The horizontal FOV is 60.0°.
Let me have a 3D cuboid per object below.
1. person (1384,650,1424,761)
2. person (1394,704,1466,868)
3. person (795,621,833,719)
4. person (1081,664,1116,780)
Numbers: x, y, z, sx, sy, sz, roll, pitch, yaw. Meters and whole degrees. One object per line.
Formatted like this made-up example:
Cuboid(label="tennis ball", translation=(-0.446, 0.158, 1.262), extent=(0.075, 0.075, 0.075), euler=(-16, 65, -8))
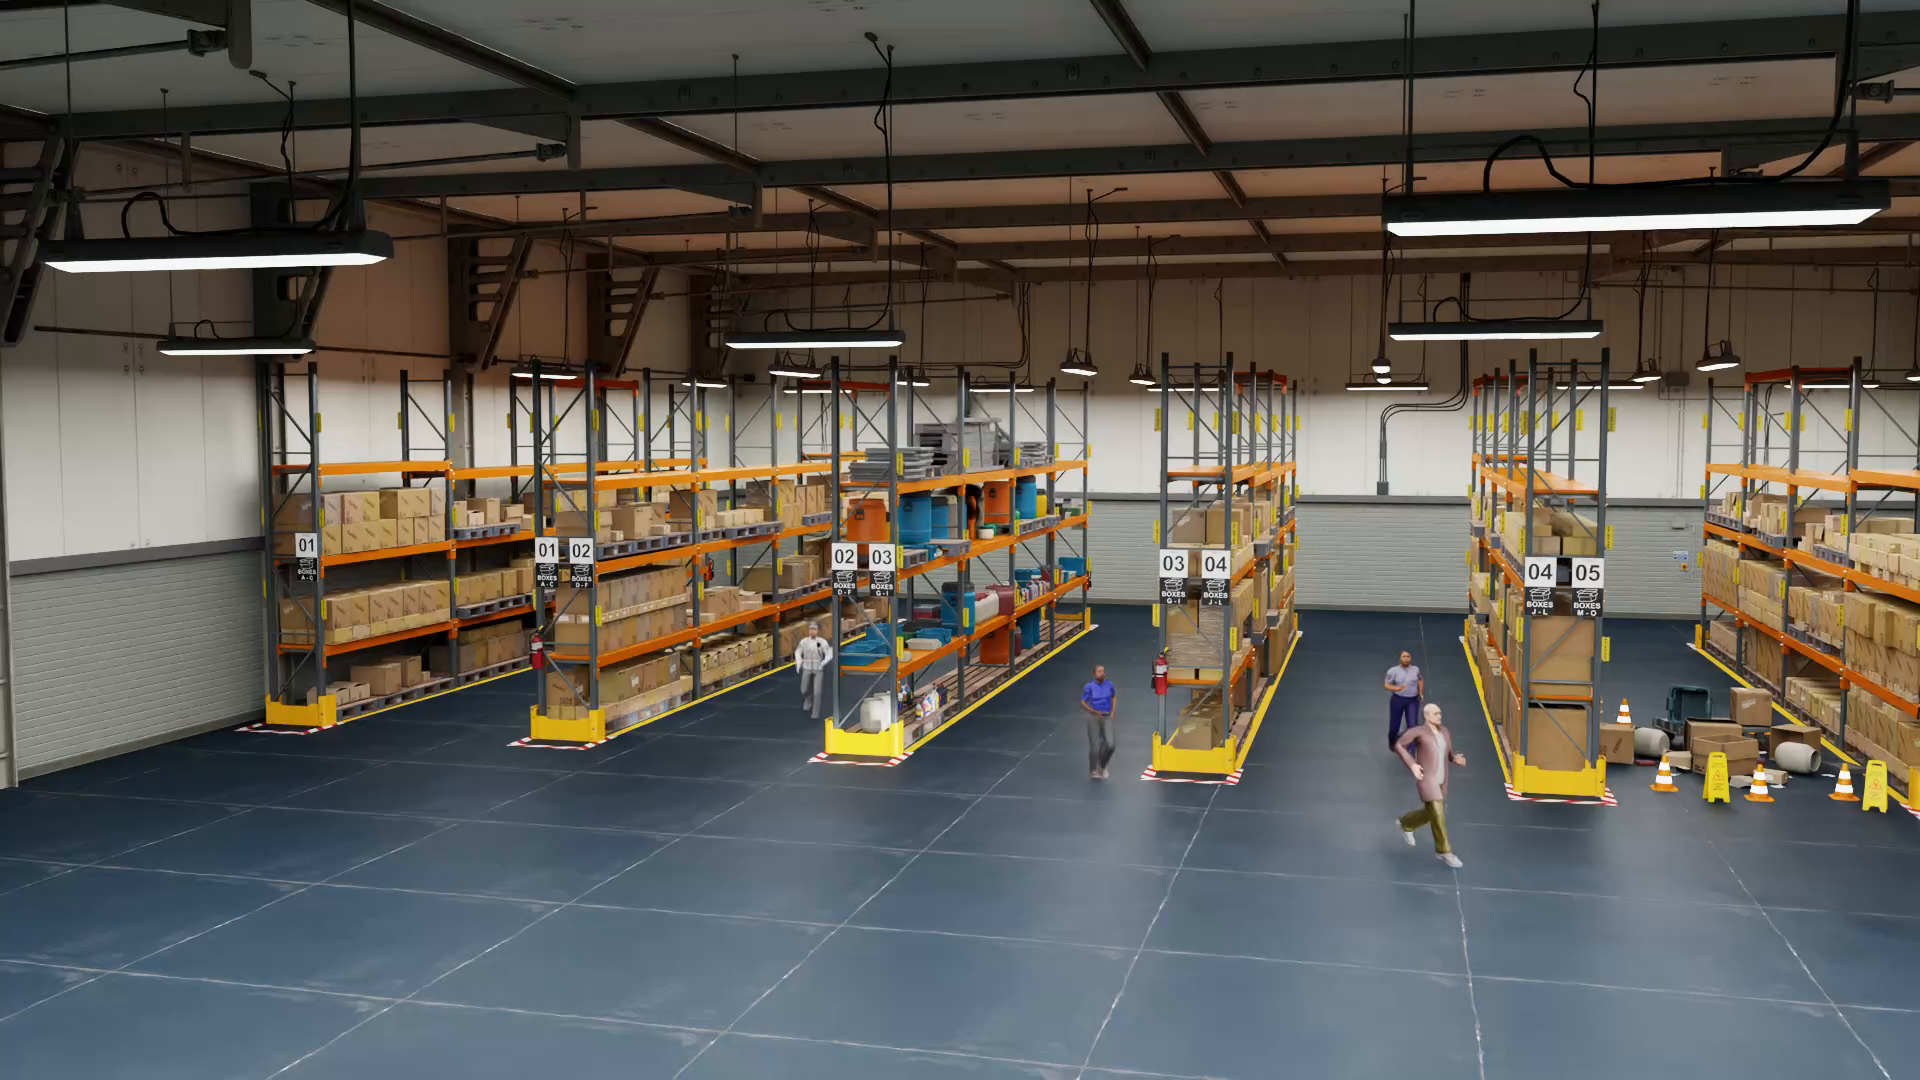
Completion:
Cuboid(label="person", translation=(6.603, 2.437, 24.702), extent=(0.614, 1.624, 0.917), euler=(0, 4, 4))
Cuboid(label="person", translation=(5.389, 2.767, 19.076), extent=(0.708, 1.790, 1.032), euler=(-3, 5, -33))
Cuboid(label="person", translation=(-2.493, 2.202, 28.244), extent=(0.655, 1.659, 0.557), euler=(0, 4, 4))
Cuboid(label="person", translation=(1.975, 2.563, 23.278), extent=(0.576, 1.634, 0.559), euler=(-1, 4, -14))
